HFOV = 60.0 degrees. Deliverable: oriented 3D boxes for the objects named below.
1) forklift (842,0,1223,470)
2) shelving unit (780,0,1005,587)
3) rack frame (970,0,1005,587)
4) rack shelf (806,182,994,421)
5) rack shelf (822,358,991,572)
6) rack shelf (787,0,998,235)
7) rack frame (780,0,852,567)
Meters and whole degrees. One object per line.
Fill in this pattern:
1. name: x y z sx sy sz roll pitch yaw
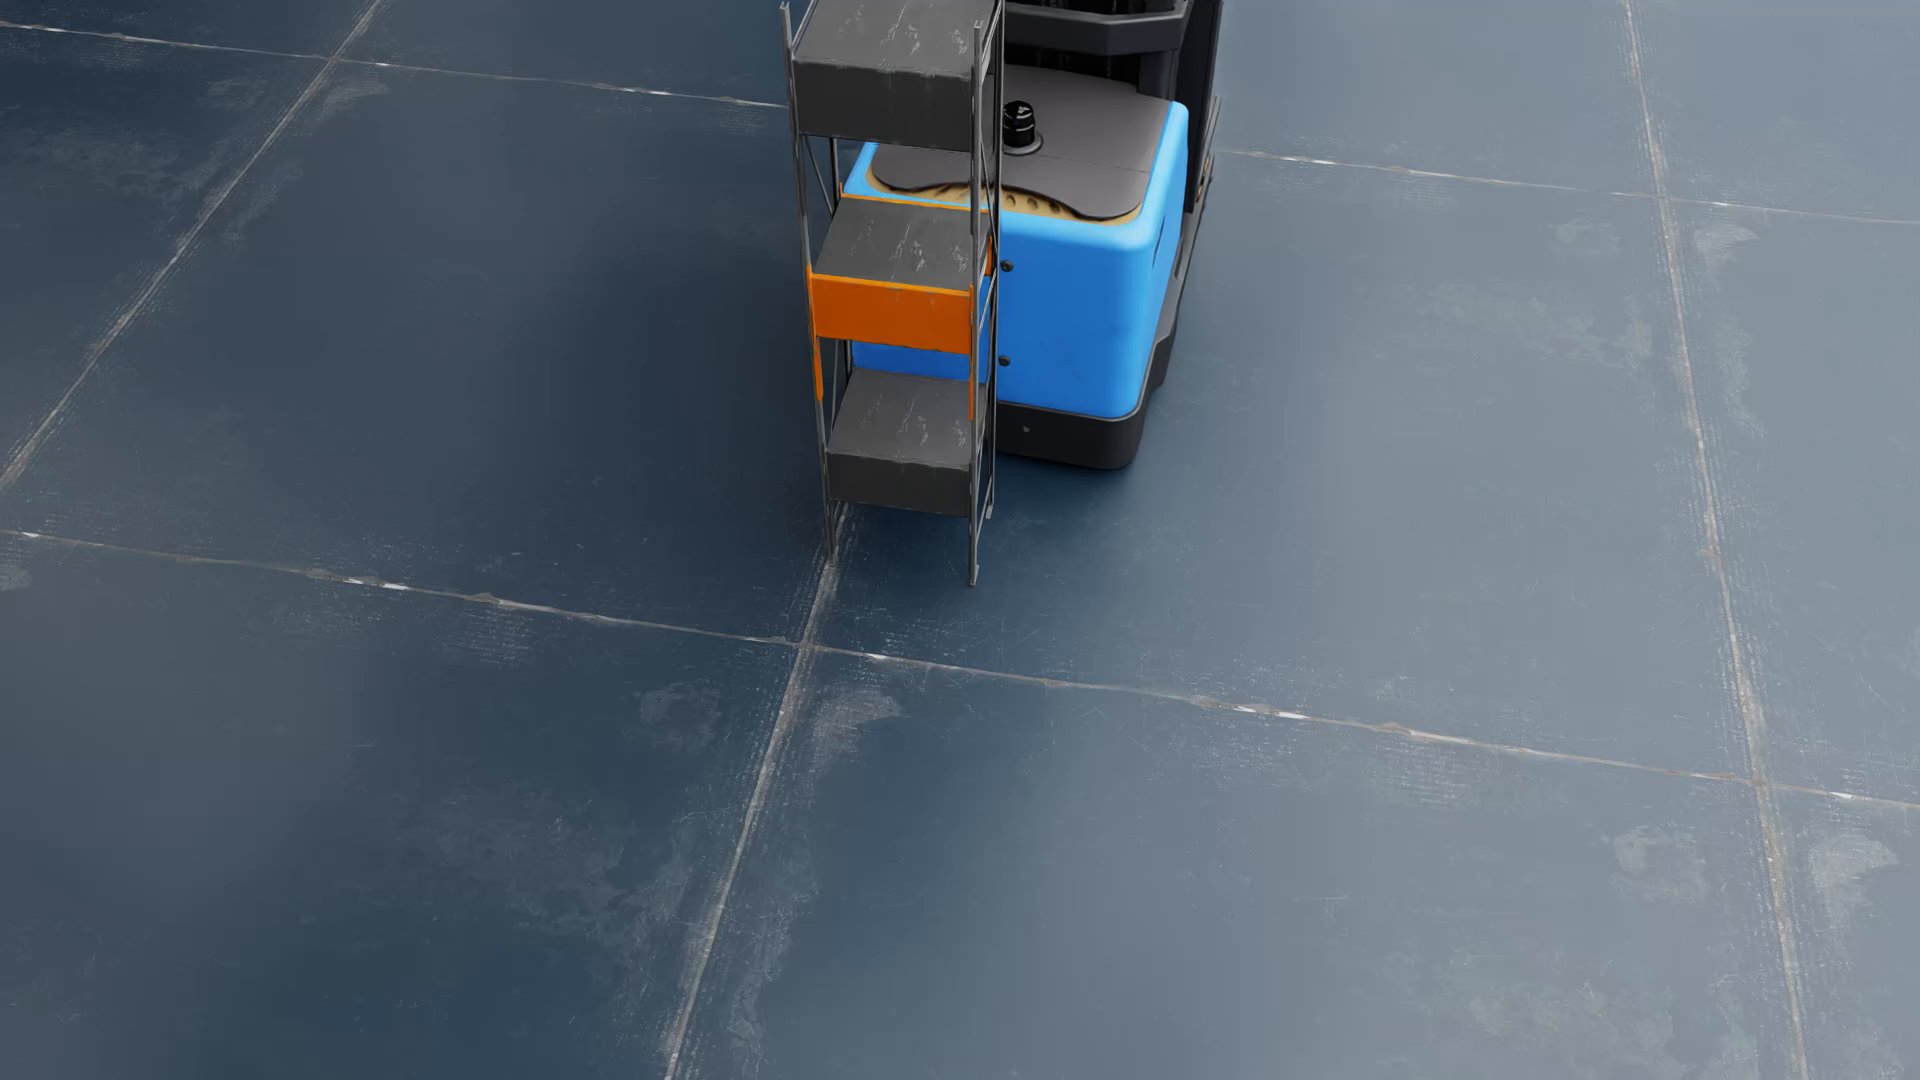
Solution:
1. forklift: 0.452 -2.350 5.891 1.130 2.935 3.031 10 49 9
2. shelving unit: -0.163 -0.724 4.989 0.503 2.100 0.431 8 49 7
3. rack frame: 0.077 -0.691 4.960 0.015 2.100 0.400 8 49 7
4. rack shelf: -0.163 -0.715 4.999 0.480 0.518 0.431 8 49 7
5. rack shelf: -0.163 -0.247 5.519 0.480 0.518 0.431 8 49 7
6. rack shelf: -0.163 -1.182 4.478 0.480 0.518 0.431 8 49 7
7. rack frame: -0.403 -0.756 5.018 0.015 2.100 0.400 8 49 7
